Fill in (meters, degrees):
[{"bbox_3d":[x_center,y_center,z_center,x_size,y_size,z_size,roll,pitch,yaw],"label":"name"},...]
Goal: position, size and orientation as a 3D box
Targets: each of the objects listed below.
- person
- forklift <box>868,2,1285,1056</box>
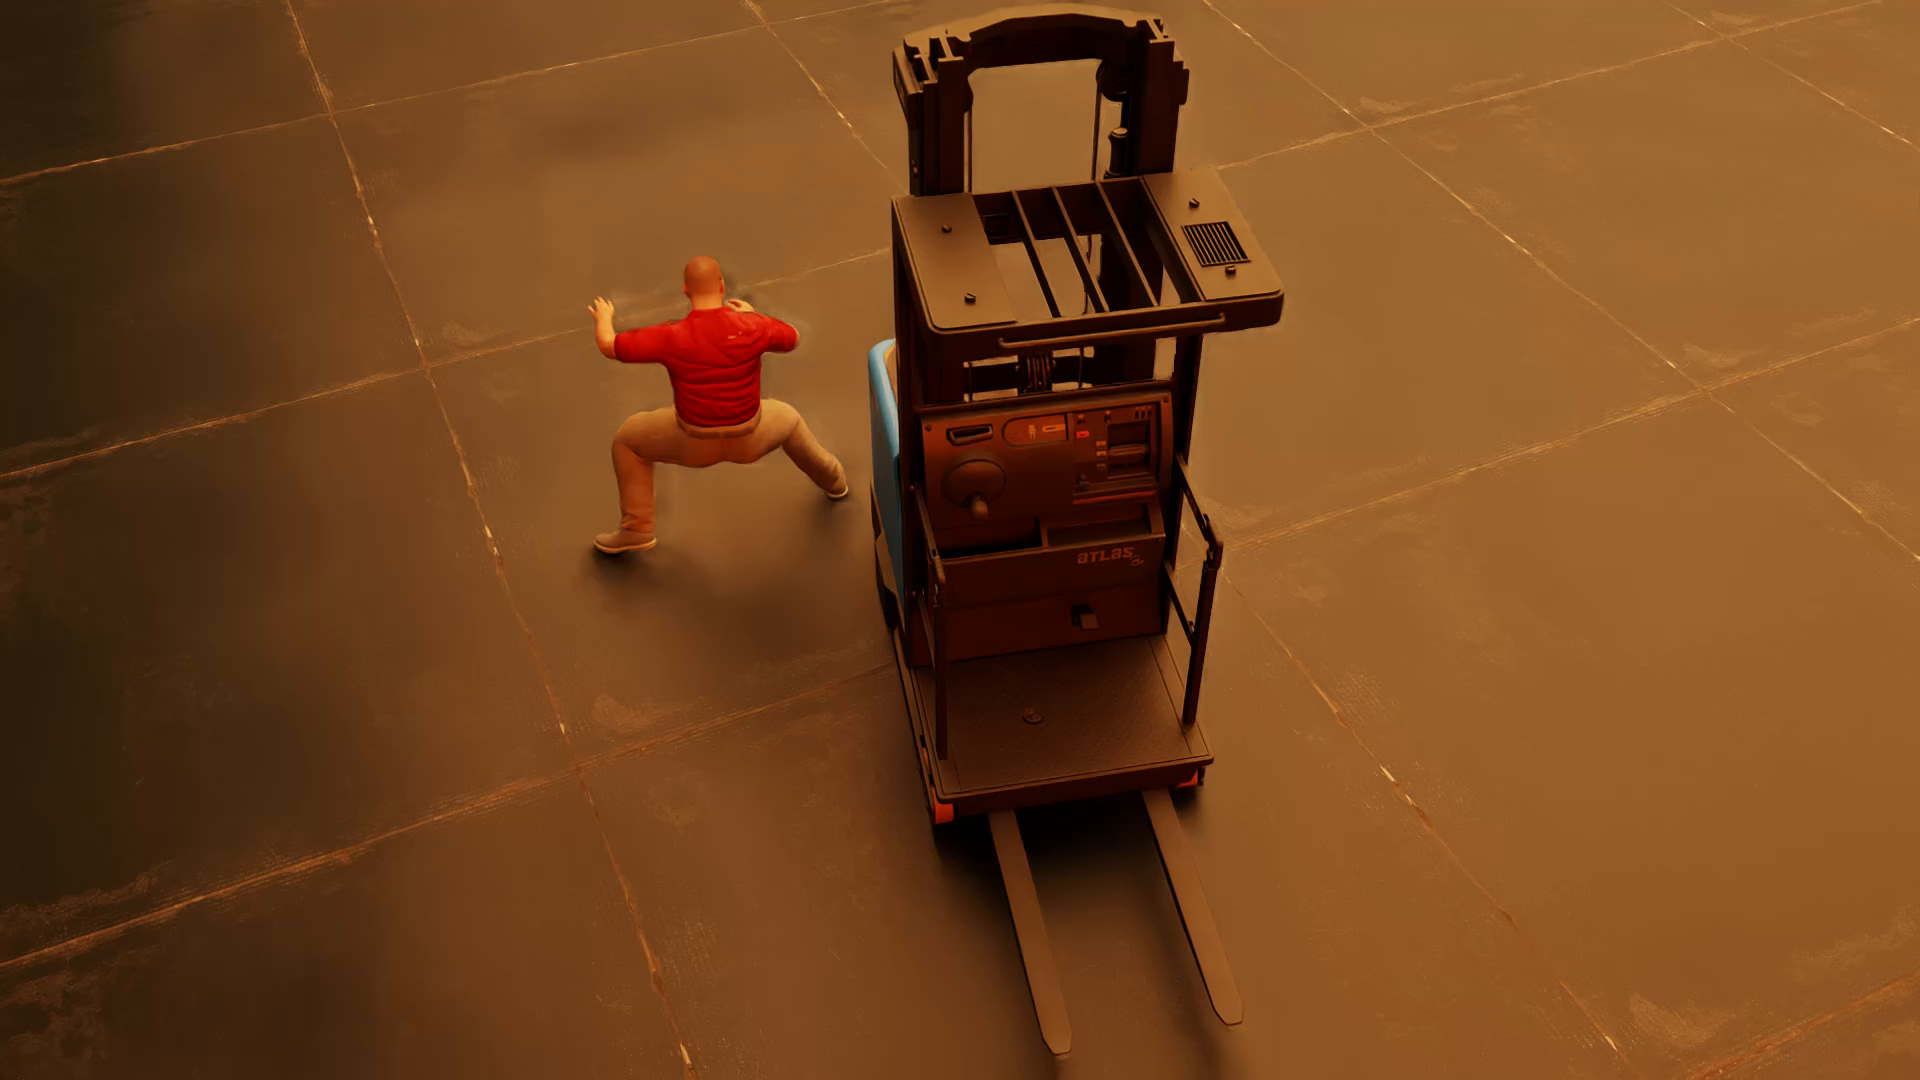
[{"bbox_3d":[-1.131,-0.658,7.435,1.214,1.491,0.672,-7,44,-8],"label":"person"},{"bbox_3d":[0.365,-0.221,5.917,1.130,2.935,3.031,-7,44,-8],"label":"forklift"}]
